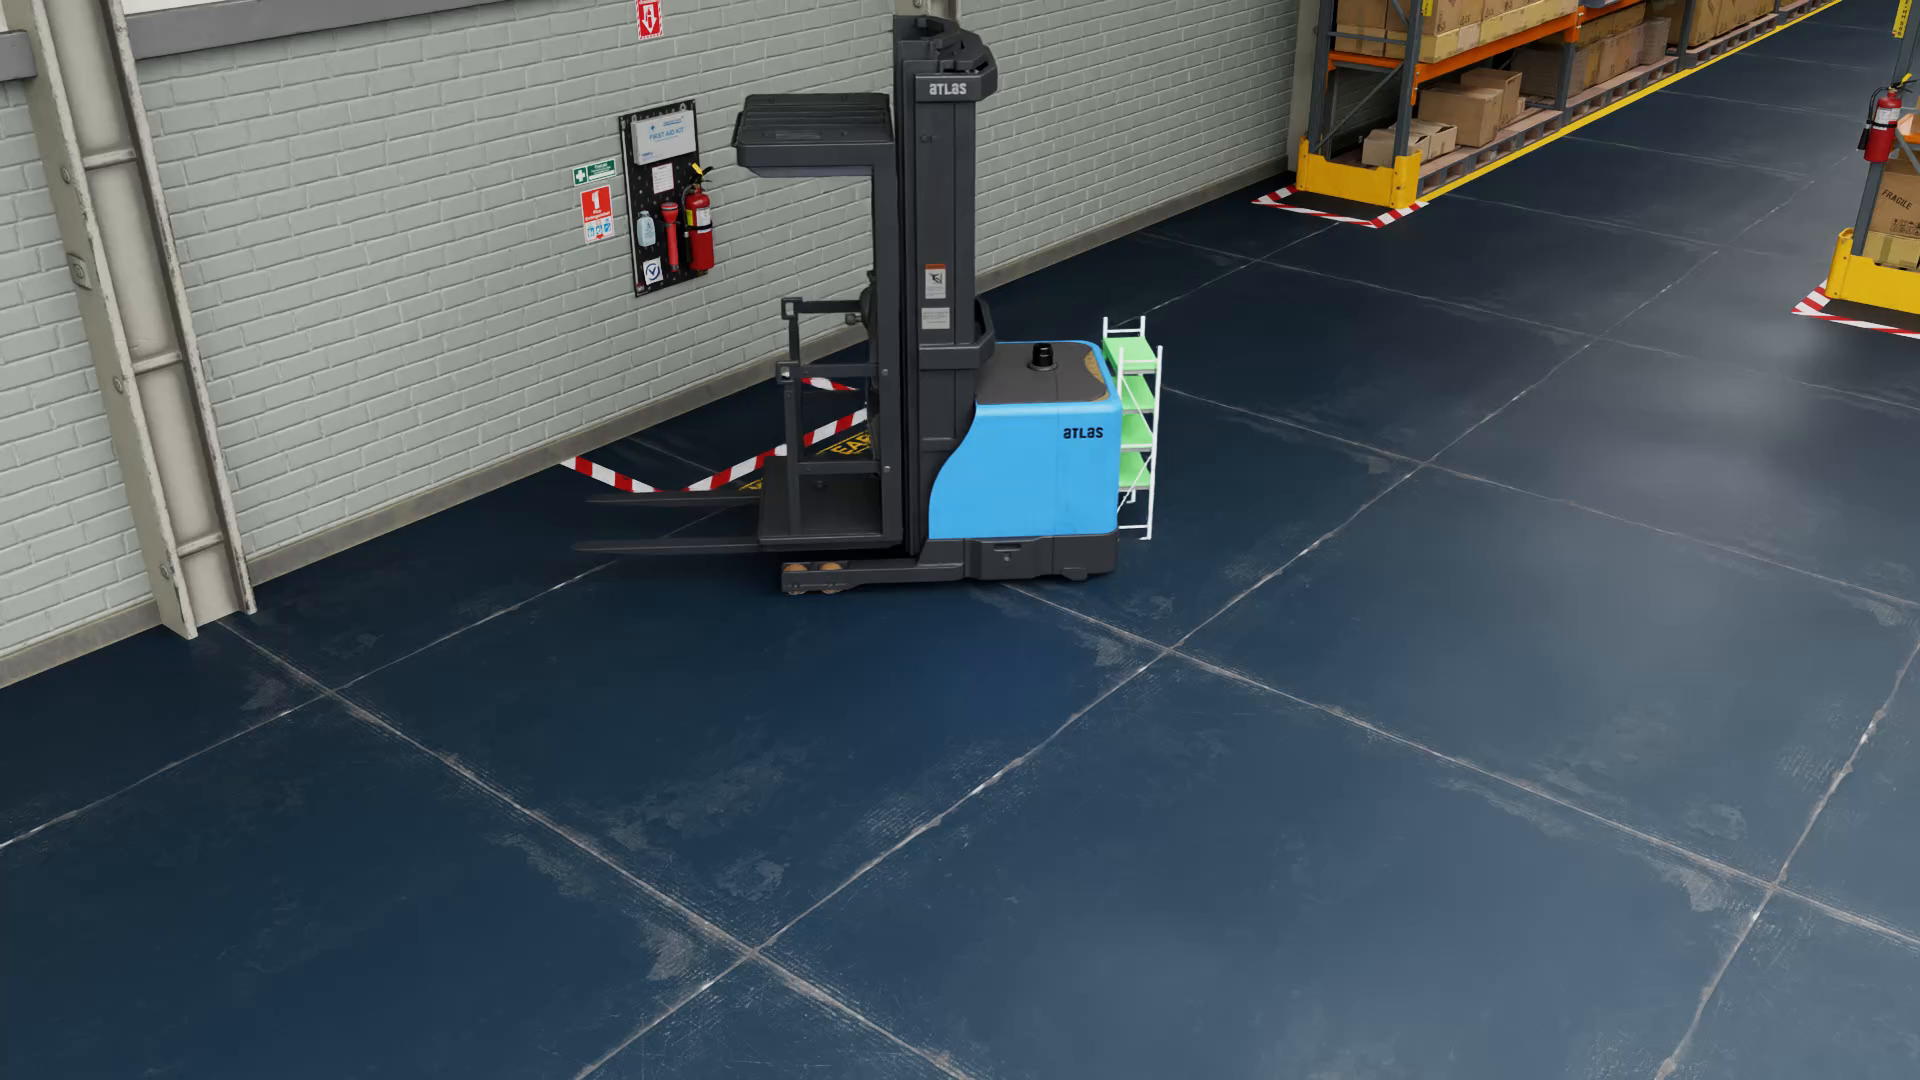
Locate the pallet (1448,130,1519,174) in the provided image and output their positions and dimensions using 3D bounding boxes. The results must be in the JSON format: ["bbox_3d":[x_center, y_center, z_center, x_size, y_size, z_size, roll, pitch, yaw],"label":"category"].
[{"bbox_3d":[5.177,-4.173,17.586,1.003,0.211,1.213,21,34,34],"label":"pallet"}]

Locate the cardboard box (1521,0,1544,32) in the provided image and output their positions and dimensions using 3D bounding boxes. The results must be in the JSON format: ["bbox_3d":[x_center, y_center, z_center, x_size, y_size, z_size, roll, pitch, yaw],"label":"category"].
[{"bbox_3d":[5.654,-5.423,17.110,0.500,0.250,0.500,21,34,34],"label":"cardboard box"}]

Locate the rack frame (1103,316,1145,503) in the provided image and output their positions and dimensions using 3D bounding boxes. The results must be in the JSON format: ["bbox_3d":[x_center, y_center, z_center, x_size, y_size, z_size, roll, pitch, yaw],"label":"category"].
[{"bbox_3d":[0.953,-0.760,9.912,0.240,1.200,0.015,-3,27,-5],"label":"rack frame"}]

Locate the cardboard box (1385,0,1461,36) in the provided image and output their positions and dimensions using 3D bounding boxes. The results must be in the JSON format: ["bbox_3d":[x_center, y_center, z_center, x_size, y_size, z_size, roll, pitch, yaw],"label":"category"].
[{"bbox_3d":[4.344,-5.033,15.539,0.500,0.500,0.500,21,34,34],"label":"cardboard box"}]

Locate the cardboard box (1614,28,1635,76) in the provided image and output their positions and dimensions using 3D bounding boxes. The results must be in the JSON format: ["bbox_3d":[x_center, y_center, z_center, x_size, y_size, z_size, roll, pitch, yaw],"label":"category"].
[{"bbox_3d":[7.768,-5.994,20.314,0.700,0.500,0.500,21,34,34],"label":"cardboard box"}]

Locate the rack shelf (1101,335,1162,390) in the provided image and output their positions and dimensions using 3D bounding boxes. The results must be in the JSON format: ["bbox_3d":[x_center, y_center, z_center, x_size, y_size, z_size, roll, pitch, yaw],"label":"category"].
[{"bbox_3d":[0.977,-1.017,9.505,0.258,0.148,0.480,-3,27,-5],"label":"rack shelf"}]

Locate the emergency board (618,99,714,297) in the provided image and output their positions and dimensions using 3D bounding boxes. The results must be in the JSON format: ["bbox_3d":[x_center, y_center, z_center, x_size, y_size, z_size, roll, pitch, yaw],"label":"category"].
[{"bbox_3d":[-1.831,-2.185,10.709,0.194,1.169,0.643,21,34,34],"label":"emergency board"}]

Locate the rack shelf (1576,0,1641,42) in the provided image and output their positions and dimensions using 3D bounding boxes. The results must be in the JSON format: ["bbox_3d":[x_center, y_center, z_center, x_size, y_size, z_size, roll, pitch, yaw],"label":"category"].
[{"bbox_3d":[7.625,-6.484,19.802,1.077,0.370,4.000,21,34,34],"label":"rack shelf"}]

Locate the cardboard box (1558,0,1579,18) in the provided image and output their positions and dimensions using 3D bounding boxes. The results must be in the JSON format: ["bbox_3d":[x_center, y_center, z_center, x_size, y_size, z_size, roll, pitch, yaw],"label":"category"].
[{"bbox_3d":[6.285,-5.780,17.800,0.500,0.250,0.500,21,34,35],"label":"cardboard box"}]

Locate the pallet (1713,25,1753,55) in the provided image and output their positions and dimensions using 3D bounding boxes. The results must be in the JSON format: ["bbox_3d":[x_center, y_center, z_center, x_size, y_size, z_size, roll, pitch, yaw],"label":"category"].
[{"bbox_3d":[10.233,-6.962,22.978,1.003,0.211,1.213,21,34,34],"label":"pallet"}]

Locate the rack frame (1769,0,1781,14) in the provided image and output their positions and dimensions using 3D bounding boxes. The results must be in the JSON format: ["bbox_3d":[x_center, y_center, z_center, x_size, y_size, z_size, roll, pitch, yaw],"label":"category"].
[{"bbox_3d":[11.441,-8.931,23.749,1.000,3.000,0.127,21,34,34],"label":"rack frame"}]

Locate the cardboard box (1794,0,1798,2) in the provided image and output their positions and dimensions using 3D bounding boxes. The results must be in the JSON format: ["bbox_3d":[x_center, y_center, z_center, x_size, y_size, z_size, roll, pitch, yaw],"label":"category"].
[{"bbox_3d":[12.318,-8.419,25.024,0.700,0.500,0.500,20,34,34],"label":"cardboard box"}]

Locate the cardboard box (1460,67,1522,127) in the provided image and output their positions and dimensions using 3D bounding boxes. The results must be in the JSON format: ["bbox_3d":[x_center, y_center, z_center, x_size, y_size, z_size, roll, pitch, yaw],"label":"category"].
[{"bbox_3d":[5.724,-4.800,18.005,0.500,0.500,0.500,18,32,31],"label":"cardboard box"}]

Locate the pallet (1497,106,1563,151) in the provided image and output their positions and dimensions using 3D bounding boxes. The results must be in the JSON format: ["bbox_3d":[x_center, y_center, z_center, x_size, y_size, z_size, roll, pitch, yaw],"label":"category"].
[{"bbox_3d":[5.953,-4.607,18.426,1.003,0.211,1.213,21,34,34],"label":"pallet"}]

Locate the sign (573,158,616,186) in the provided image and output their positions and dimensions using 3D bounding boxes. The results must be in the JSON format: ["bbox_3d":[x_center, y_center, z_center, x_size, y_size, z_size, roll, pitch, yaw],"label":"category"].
[{"bbox_3d":[-2.253,-2.269,10.256,0.001,0.109,0.331,21,34,34],"label":"sign"}]

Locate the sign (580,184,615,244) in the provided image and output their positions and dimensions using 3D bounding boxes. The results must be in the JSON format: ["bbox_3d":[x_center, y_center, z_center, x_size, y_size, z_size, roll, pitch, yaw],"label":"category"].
[{"bbox_3d":[-2.263,-2.035,10.380,0.001,0.329,0.234,21,34,34],"label":"sign"}]

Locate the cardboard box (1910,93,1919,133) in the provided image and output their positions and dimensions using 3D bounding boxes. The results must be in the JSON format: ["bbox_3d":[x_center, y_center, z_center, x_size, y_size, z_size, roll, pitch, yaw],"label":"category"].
[{"bbox_3d":[7.940,-3.436,13.018,0.700,0.500,0.500,21,34,34],"label":"cardboard box"}]

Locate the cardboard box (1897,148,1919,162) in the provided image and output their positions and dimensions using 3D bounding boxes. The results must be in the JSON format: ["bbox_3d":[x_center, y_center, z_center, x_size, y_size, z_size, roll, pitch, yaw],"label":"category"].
[{"bbox_3d":[8.370,-3.164,14.321,0.500,0.500,0.500,21,34,34],"label":"cardboard box"}]

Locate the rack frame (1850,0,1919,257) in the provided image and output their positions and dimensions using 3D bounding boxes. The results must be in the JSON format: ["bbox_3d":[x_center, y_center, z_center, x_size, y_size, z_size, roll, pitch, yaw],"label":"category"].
[{"bbox_3d":[7.633,-3.230,12.728,1.000,3.000,0.127,21,34,34],"label":"rack frame"}]

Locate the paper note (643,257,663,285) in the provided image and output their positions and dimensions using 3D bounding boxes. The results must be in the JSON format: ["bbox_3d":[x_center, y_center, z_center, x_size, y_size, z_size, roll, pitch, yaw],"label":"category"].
[{"bbox_3d":[-1.997,-1.751,10.829,0.016,0.148,0.142,21,34,34],"label":"paper note"}]

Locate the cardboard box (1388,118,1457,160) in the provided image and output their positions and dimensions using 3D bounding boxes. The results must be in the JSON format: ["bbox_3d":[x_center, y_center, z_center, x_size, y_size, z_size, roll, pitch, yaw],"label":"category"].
[{"bbox_3d":[4.681,-4.098,16.855,0.500,0.311,0.500,24,36,38],"label":"cardboard box"}]

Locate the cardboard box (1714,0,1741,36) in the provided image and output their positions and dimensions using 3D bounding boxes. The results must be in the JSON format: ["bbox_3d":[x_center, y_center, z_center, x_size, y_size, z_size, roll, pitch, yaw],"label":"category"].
[{"bbox_3d":[10.028,-7.275,22.431,0.750,0.750,0.750,21,34,34],"label":"cardboard box"}]

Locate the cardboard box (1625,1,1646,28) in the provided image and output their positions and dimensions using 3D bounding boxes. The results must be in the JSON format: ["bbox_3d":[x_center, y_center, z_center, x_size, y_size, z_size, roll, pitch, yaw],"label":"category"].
[{"bbox_3d":[8.068,-6.476,20.430,0.500,0.250,0.500,21,34,35],"label":"cardboard box"}]

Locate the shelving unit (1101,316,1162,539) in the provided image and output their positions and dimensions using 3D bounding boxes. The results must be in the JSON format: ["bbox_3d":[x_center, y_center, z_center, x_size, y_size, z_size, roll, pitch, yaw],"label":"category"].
[{"bbox_3d":[0.977,-0.648,9.697,0.258,1.200,0.503,-3,27,-5],"label":"shelving unit"}]

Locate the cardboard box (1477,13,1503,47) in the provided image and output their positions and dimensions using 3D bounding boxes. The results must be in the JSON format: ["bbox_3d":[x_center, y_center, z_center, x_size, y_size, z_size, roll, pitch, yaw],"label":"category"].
[{"bbox_3d":[5.012,-5.066,16.419,0.500,0.250,0.500,20,34,34],"label":"cardboard box"}]

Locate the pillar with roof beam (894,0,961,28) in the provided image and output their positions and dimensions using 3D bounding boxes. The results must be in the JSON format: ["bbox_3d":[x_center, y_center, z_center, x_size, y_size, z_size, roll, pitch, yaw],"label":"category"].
[{"bbox_3d":[3.092,-4.456,8.570,9.100,9.000,0.400,21,34,34],"label":"pillar with roof beam"}]

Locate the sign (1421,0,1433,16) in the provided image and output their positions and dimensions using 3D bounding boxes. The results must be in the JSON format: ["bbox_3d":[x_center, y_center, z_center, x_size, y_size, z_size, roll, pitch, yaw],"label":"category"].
[{"bbox_3d":[4.227,-4.902,15.019,0.100,0.325,0.005,21,34,34],"label":"sign"}]

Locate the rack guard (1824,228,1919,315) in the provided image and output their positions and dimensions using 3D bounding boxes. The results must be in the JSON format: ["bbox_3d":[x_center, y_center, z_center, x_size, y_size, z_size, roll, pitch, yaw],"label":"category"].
[{"bbox_3d":[7.618,-2.111,13.286,1.175,0.500,0.348,21,34,34],"label":"rack guard"}]

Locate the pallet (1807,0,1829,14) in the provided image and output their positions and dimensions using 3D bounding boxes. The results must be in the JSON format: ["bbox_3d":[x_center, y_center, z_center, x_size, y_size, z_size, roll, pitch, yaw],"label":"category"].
[{"bbox_3d":[12.761,-8.373,25.706,1.003,0.211,1.213,21,34,34],"label":"pallet"}]

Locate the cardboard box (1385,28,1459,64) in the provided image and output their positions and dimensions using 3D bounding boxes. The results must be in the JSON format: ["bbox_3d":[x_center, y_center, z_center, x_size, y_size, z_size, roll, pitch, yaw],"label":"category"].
[{"bbox_3d":[4.364,-4.699,15.709,0.500,0.250,0.500,20,33,33],"label":"cardboard box"}]

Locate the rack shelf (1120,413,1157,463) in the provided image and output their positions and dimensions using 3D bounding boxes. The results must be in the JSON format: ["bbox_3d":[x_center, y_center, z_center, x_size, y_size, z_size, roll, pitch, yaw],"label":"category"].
[{"bbox_3d":[0.977,-0.591,9.726,0.258,0.148,0.480,-3,27,-5],"label":"rack shelf"}]

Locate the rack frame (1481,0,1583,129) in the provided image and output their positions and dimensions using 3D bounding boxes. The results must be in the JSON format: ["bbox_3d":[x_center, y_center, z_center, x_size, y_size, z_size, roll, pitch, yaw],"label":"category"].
[{"bbox_3d":[6.353,-6.094,18.266,1.000,3.000,0.127,21,34,34],"label":"rack frame"}]

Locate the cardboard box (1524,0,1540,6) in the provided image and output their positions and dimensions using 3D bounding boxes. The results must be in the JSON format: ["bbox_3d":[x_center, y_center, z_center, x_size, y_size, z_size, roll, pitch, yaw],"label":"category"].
[{"bbox_3d":[5.649,-5.758,16.940,0.500,0.500,0.500,20,33,33],"label":"cardboard box"}]

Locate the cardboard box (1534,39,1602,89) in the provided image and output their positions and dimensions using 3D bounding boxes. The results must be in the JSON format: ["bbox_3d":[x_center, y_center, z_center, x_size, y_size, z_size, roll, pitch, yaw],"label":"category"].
[{"bbox_3d":[7.098,-5.643,19.635,0.700,0.500,0.500,20,33,33],"label":"cardboard box"}]

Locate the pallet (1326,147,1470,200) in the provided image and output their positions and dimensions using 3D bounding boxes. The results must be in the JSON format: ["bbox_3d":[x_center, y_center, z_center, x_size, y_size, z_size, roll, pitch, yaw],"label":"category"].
[{"bbox_3d":[4.401,-3.742,16.754,1.003,0.211,1.213,21,34,34],"label":"pallet"}]

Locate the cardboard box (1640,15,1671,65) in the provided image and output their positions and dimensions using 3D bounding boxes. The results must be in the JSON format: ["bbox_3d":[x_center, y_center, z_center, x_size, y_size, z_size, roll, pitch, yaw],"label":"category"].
[{"bbox_3d":[8.479,-6.327,20.958,0.700,0.500,0.500,21,34,35],"label":"cardboard box"}]

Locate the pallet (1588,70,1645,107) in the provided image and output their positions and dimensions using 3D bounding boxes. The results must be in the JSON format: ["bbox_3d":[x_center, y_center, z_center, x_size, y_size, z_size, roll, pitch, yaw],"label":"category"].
[{"bbox_3d":[7.623,-5.567,20.281,1.003,0.211,1.213,21,34,34],"label":"pallet"}]

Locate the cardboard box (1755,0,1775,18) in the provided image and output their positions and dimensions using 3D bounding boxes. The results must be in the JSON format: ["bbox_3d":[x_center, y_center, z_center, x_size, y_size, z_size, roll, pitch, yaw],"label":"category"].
[{"bbox_3d":[11.128,-7.894,23.627,0.750,0.750,0.750,21,34,35],"label":"cardboard box"}]

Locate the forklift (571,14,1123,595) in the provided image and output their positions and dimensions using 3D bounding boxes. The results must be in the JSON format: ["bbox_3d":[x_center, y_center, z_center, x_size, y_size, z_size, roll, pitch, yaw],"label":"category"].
[{"bbox_3d":[-0.657,-1.251,8.978,3.031,2.935,1.130,-2,27,-3],"label":"forklift"}]

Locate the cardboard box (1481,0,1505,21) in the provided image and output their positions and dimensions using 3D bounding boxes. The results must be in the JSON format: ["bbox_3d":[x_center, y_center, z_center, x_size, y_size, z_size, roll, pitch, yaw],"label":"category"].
[{"bbox_3d":[5.000,-5.387,16.223,0.500,0.500,0.500,19,33,33],"label":"cardboard box"}]

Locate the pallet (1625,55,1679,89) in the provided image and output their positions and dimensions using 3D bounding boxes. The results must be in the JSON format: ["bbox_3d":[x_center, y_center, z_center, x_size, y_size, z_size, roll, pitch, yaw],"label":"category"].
[{"bbox_3d":[8.399,-5.997,21.113,1.003,0.211,1.213,21,34,34],"label":"pallet"}]

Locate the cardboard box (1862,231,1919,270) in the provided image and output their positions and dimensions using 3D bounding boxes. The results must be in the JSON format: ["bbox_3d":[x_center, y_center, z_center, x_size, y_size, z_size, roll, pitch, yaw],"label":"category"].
[{"bbox_3d":[7.747,-2.471,13.798,0.500,0.250,0.500,21,34,34],"label":"cardboard box"}]

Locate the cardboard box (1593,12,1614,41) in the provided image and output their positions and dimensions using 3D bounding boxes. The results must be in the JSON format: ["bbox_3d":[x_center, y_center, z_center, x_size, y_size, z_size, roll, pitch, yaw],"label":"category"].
[{"bbox_3d":[7.414,-6.121,19.743,0.500,0.250,0.500,20,33,33],"label":"cardboard box"}]
